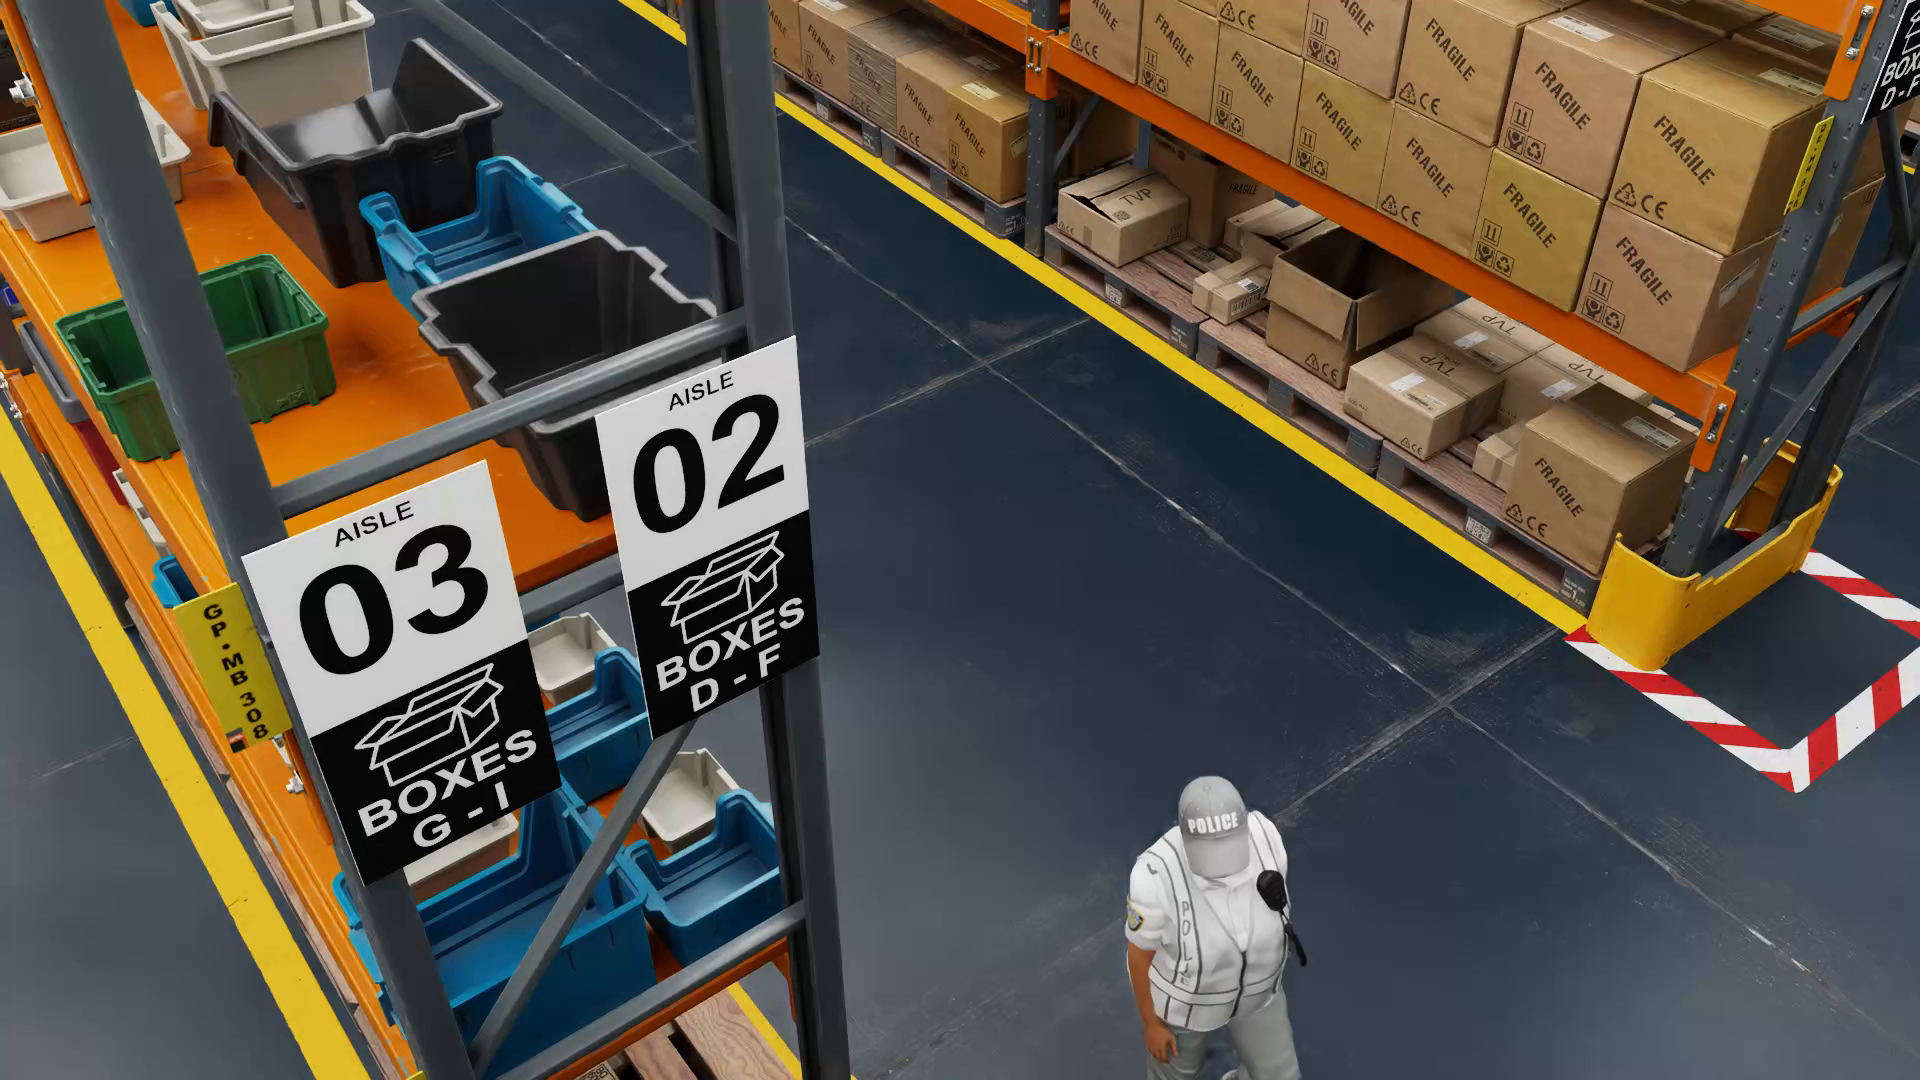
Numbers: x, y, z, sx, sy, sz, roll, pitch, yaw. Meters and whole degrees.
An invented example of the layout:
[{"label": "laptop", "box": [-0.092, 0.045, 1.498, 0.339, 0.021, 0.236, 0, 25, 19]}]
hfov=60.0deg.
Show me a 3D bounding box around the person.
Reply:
[{"label": "person", "box": [0.716, 1.285, 4.673, 0.524, 1.702, 0.471, -13, 42, -15]}]
